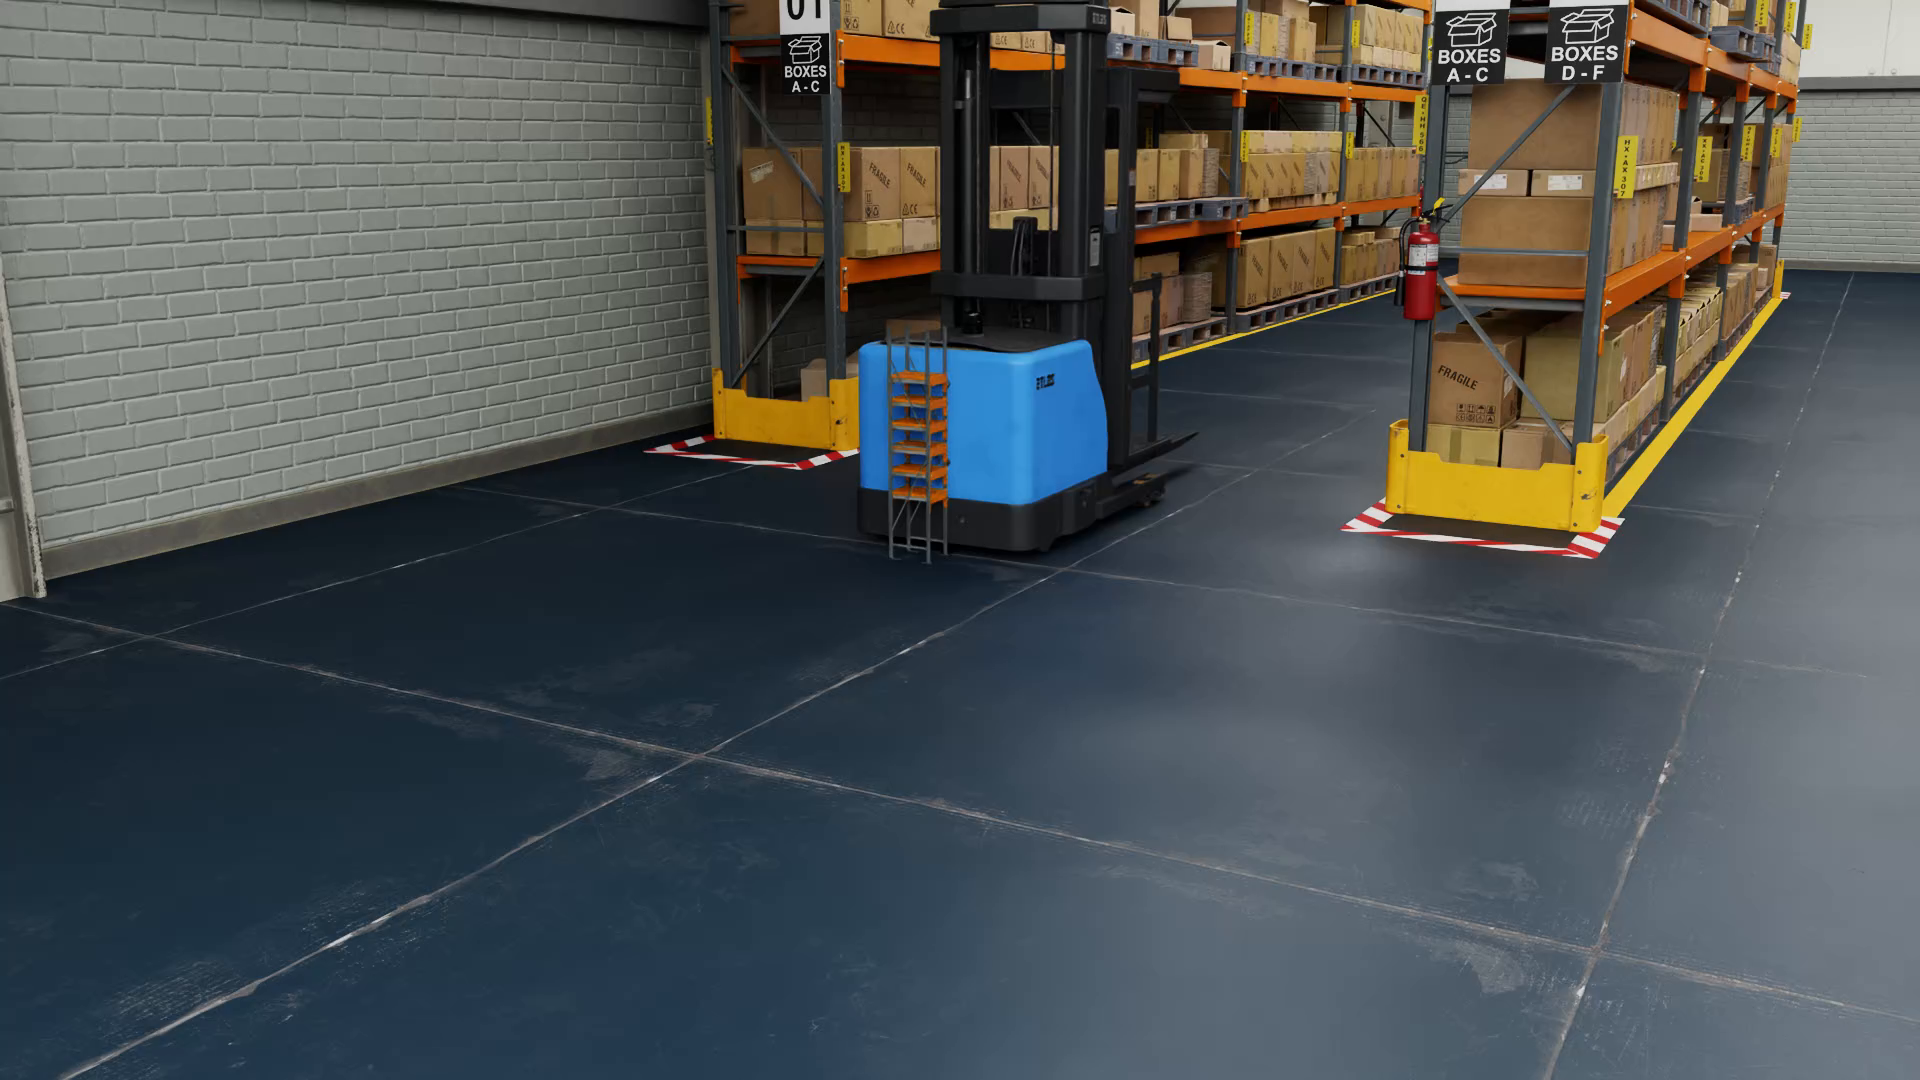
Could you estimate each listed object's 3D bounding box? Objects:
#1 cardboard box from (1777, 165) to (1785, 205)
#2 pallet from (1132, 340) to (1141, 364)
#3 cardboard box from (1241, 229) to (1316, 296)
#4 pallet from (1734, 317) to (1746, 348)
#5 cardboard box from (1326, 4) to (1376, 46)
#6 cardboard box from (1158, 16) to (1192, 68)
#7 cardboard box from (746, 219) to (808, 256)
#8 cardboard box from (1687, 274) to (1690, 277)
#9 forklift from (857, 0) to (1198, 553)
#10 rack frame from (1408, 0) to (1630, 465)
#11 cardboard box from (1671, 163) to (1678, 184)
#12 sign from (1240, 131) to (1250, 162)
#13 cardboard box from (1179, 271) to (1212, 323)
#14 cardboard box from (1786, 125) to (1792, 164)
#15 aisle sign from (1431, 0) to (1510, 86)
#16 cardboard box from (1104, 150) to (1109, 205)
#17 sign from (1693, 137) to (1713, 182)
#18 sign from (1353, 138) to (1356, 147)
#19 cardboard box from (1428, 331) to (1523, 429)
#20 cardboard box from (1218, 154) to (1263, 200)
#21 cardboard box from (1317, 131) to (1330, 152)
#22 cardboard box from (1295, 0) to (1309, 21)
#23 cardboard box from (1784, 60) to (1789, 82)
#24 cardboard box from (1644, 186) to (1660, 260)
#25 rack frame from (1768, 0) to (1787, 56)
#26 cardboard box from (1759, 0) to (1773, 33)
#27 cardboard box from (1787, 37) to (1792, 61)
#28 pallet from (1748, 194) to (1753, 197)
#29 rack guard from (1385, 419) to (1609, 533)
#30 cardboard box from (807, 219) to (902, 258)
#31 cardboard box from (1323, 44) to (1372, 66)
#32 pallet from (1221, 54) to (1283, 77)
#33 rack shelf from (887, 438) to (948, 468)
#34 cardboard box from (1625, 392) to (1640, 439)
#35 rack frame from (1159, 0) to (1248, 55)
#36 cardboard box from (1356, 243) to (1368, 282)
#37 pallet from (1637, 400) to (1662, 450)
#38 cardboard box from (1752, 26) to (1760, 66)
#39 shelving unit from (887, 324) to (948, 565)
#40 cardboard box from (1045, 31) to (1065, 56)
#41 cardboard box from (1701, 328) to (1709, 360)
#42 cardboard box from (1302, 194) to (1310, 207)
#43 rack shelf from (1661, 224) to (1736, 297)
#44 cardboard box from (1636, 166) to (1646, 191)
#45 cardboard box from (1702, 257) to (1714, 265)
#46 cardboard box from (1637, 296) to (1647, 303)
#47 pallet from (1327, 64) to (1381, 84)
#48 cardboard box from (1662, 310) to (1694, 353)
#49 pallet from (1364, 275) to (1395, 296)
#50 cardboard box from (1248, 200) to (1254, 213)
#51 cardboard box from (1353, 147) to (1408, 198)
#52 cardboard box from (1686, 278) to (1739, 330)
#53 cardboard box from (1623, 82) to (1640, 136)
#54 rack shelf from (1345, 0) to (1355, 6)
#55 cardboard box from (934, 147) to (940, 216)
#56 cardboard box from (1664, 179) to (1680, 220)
[{"bbox_3d":[10.338,-4.599,21.496,0.500,0.500,0.500,8,15,28],"label":"cardboard box"},{"bbox_3d":[1.046,-1.784,15.985,1.003,0.211,1.213,7,15,28],"label":"pallet"},{"bbox_3d":[3.911,-3.450,20.633,0.750,0.750,0.750,8,16,30],"label":"cardboard box"},{"bbox_3d":[7.928,-2.283,18.053,1.003,0.211,1.213,7,15,28],"label":"pallet"},{"bbox_3d":[5.128,-6.739,21.795,0.500,0.500,0.500,7,15,28],"label":"cardboard box"},{"bbox_3d":[1.897,-5.063,16.973,0.797,0.503,0.637,10,17,36],"label":"cardboard box"},{"bbox_3d":[-1.207,-2.214,12.095,0.500,0.250,0.500,8,16,29],"label":"cardboard box"},{"bbox_3d":[7.440,-2.564,17.662,0.500,0.500,0.500,7,15,26],"label":"cardboard box"},{"bbox_3d":[0.585,-1.659,9.659,1.130,2.935,3.031,7,15,27],"label":"forklift"},{"bbox_3d":[3.075,-1.599,9.266,1.000,3.000,0.127,7,15,28],"label":"rack frame"},{"bbox_3d":[5.065,-2.704,12.250,0.380,0.149,0.250,7,15,28],"label":"cardboard box"},{"bbox_3d":[3.084,-4.266,18.025,0.100,0.325,0.005,7,15,28],"label":"sign"},{"bbox_3d":[2.302,-2.646,18.003,0.700,0.500,0.500,8,16,29],"label":"cardboard box"},{"bbox_3d":[10.592,-5.190,21.815,0.500,0.500,0.500,8,16,30],"label":"cardboard box"},{"bbox_3d":[2.787,-2.883,9.043,0.394,0.787,0.004,7,15,28],"label":"aisle sign"},{"bbox_3d":[0.947,-3.343,15.348,0.700,0.500,0.500,7,15,28],"label":"cardboard box"},{"bbox_3d":[5.496,-2.816,12.300,0.100,0.325,0.005,7,15,28],"label":"sign"},{"bbox_3d":[5.989,-5.966,25.362,0.100,0.325,0.005,7,15,28],"label":"sign"},{"bbox_3d":[3.074,-0.975,10.047,0.500,0.500,0.500,7,15,28],"label":"cardboard box"},{"bbox_3d":[3.063,-4.074,18.643,0.500,0.500,0.500,8,16,30],"label":"cardboard box"},{"bbox_3d":[4.281,-4.960,20.718,0.500,0.250,0.500,8,16,29],"label":"cardboard box"},{"bbox_3d":[3.998,-6.541,20.613,0.500,0.250,0.500,9,16,32],"label":"cardboard box"},{"bbox_3d":[9.816,-5.723,20.290,0.500,0.250,0.500,7,15,28],"label":"cardboard box"},{"bbox_3d":[4.551,-2.268,11.826,0.700,0.500,0.500,7,15,27],"label":"cardboard box"},{"bbox_3d":[8.876,-6.977,18.775,1.000,3.000,0.127,7,15,28],"label":"rack frame"},{"bbox_3d":[9.078,-6.158,19.429,0.700,0.500,0.500,7,15,28],"label":"cardboard box"},{"bbox_3d":[9.821,-5.965,20.229,0.500,0.250,0.500,7,15,28],"label":"cardboard box"},{"bbox_3d":[8.395,-3.816,18.872,1.003,0.211,1.213,7,15,28],"label":"pallet"},{"bbox_3d":[3.064,-0.379,9.538,1.175,0.500,0.348,7,15,28],"label":"rack guard"},{"bbox_3d":[-0.749,-2.160,11.872,0.500,0.250,0.500,7,15,26],"label":"cardboard box"},{"bbox_3d":[5.103,-6.371,21.872,0.500,0.250,0.500,7,15,28],"label":"cardboard box"},{"bbox_3d":[2.869,-5.305,18.642,1.213,0.211,1.003,8,16,31],"label":"pallet"},{"bbox_3d":[-0.215,-0.445,8.509,0.258,0.103,0.180,7,15,27],"label":"rack shelf"},{"bbox_3d":[4.256,-0.859,11.166,0.500,0.250,0.500,7,15,28],"label":"cardboard box"},{"bbox_3d":[2.605,-6.717,17.696,1.000,3.000,0.127,7,15,28],"label":"rack frame"},{"bbox_3d":[5.235,-3.855,23.061,0.700,0.500,0.500,7,15,27],"label":"cardboard box"},{"bbox_3d":[4.588,-0.906,12.340,1.003,0.211,1.213,7,15,28],"label":"pallet"},{"bbox_3d":[7.622,-5.052,16.974,0.910,0.500,0.500,7,15,28],"label":"cardboard box"},{"bbox_3d":[-0.215,-0.488,8.498,0.258,1.200,0.189,7,15,27],"label":"shelving unit"},{"bbox_3d":[0.642,-4.365,14.081,0.500,0.500,0.500,8,16,30],"label":"cardboard box"},{"bbox_3d":[6.410,-1.763,14.918,0.500,0.250,0.500,8,16,29],"label":"cardboard box"},{"bbox_3d":[4.104,-4.202,20.555,0.380,0.149,0.250,7,15,28],"label":"cardboard box"},{"bbox_3d":[5.976,-2.480,14.456,1.077,0.370,4.000,7,15,28],"label":"rack shelf"},{"bbox_3d":[4.197,-2.334,10.718,0.380,0.149,0.250,8,15,29],"label":"cardboard box"},{"bbox_3d":[8.904,-3.209,20.337,0.500,0.500,0.500,7,15,28],"label":"cardboard box"},{"bbox_3d":[5.937,-2.093,15.090,0.500,0.311,0.500,7,15,27],"label":"cardboard box"},{"bbox_3d":[4.943,-6.203,22.153,1.003,0.211,1.213,7,15,28],"label":"pallet"},{"bbox_3d":[5.673,-1.718,13.535,0.500,0.311,0.500,7,15,27],"label":"cardboard box"},{"bbox_3d":[5.563,-3.664,23.782,1.003,0.211,1.213,7,15,28],"label":"pallet"},{"bbox_3d":[3.096,-3.780,18.807,0.380,0.149,0.250,8,16,29],"label":"cardboard box"},{"bbox_3d":[5.892,-5.332,24.108,0.980,0.700,0.700,7,15,28],"label":"cardboard box"},{"bbox_3d":[7.661,-2.408,17.016,0.500,0.500,0.500,7,15,26],"label":"cardboard box"},{"bbox_3d":[3.830,-2.595,10.418,0.700,0.500,0.500,7,15,28],"label":"cardboard box"},{"bbox_3d":[3.571,-6.583,19.529,1.077,0.370,4.000,7,15,28],"label":"rack shelf"},{"bbox_3d":[-0.266,-2.730,12.636,0.500,0.500,0.500,7,15,26],"label":"cardboard box"},{"bbox_3d":[5.649,-2.732,13.752,0.500,0.500,0.500,9,16,32],"label":"cardboard box"}]
